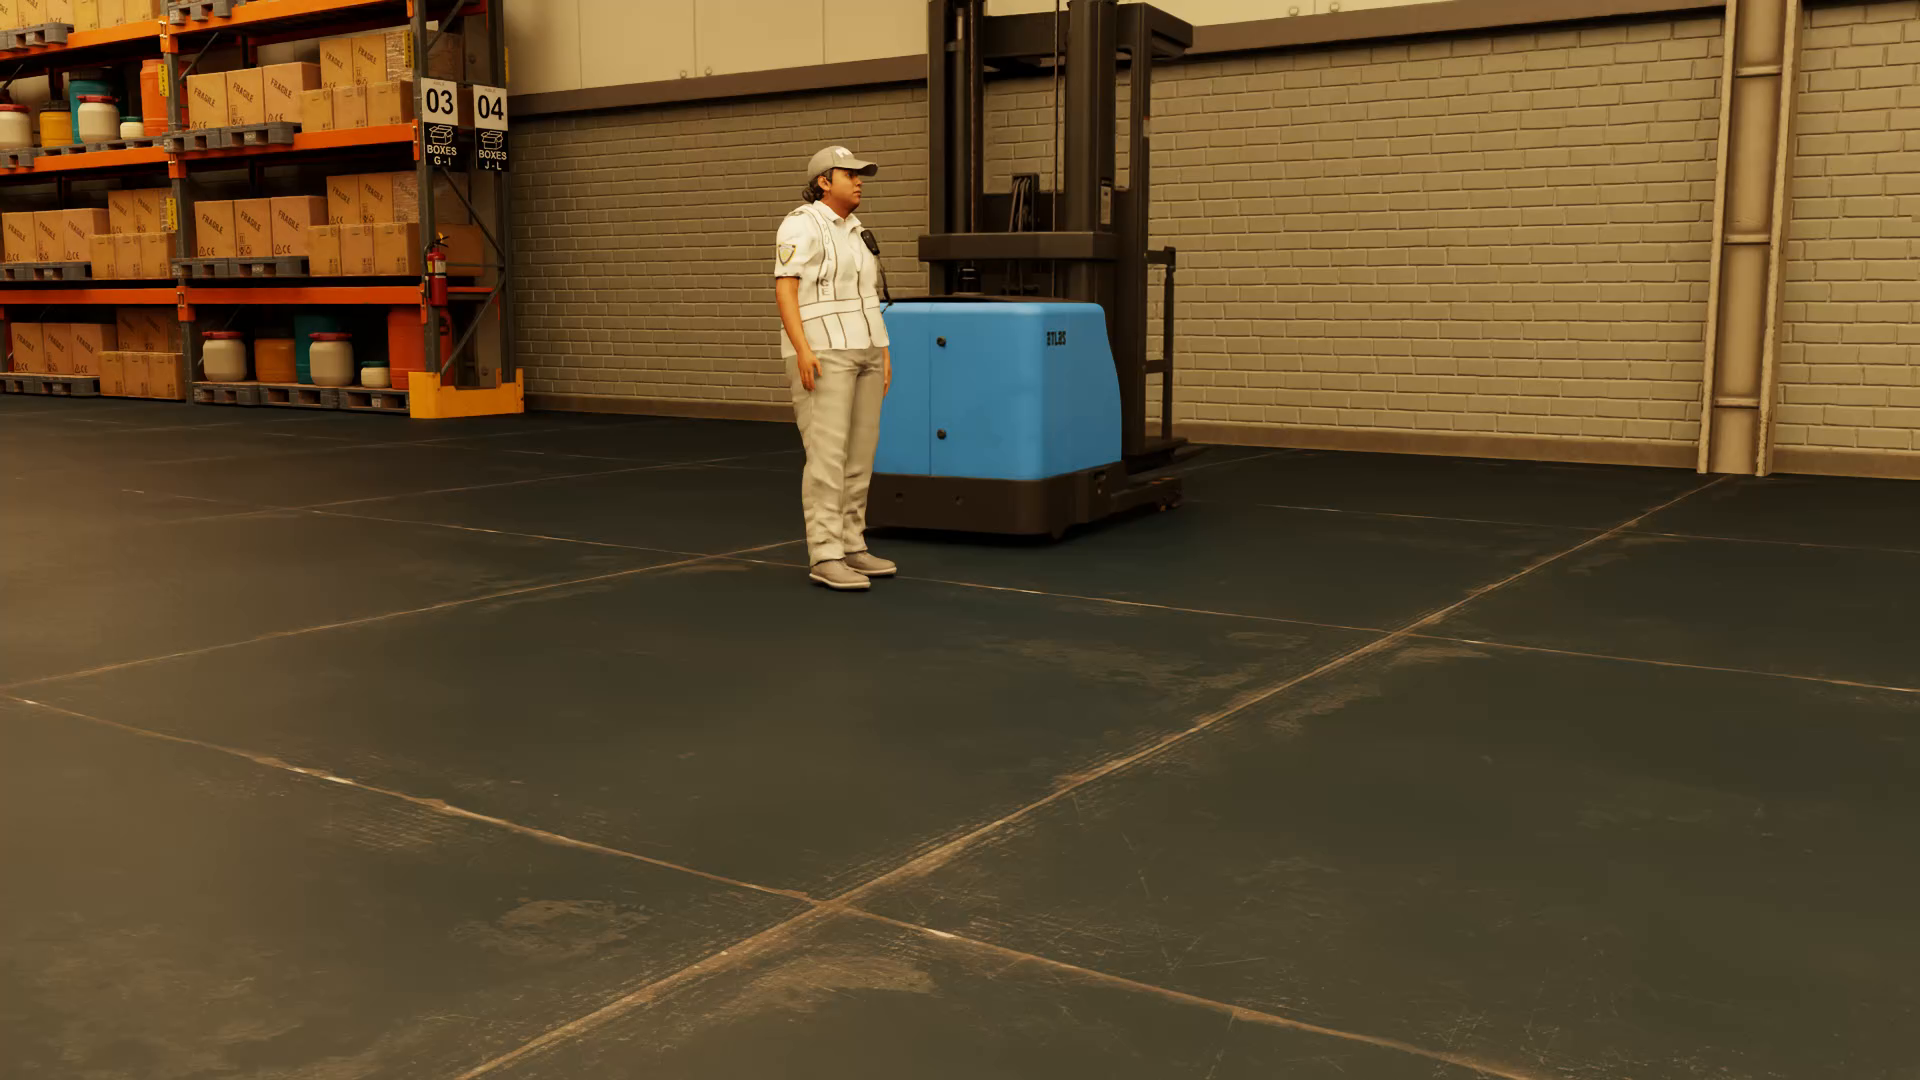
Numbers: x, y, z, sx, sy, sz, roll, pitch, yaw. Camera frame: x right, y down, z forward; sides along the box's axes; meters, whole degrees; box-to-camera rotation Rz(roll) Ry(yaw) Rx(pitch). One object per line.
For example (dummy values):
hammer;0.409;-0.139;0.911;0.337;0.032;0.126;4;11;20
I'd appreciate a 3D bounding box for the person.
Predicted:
person;-0.429;-0.687;6.462;0.529;1.670;0.599;5;10;34

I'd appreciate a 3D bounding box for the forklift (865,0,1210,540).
forklift;0.529;-1.620;8.582;1.130;2.935;3.031;4;9;26
